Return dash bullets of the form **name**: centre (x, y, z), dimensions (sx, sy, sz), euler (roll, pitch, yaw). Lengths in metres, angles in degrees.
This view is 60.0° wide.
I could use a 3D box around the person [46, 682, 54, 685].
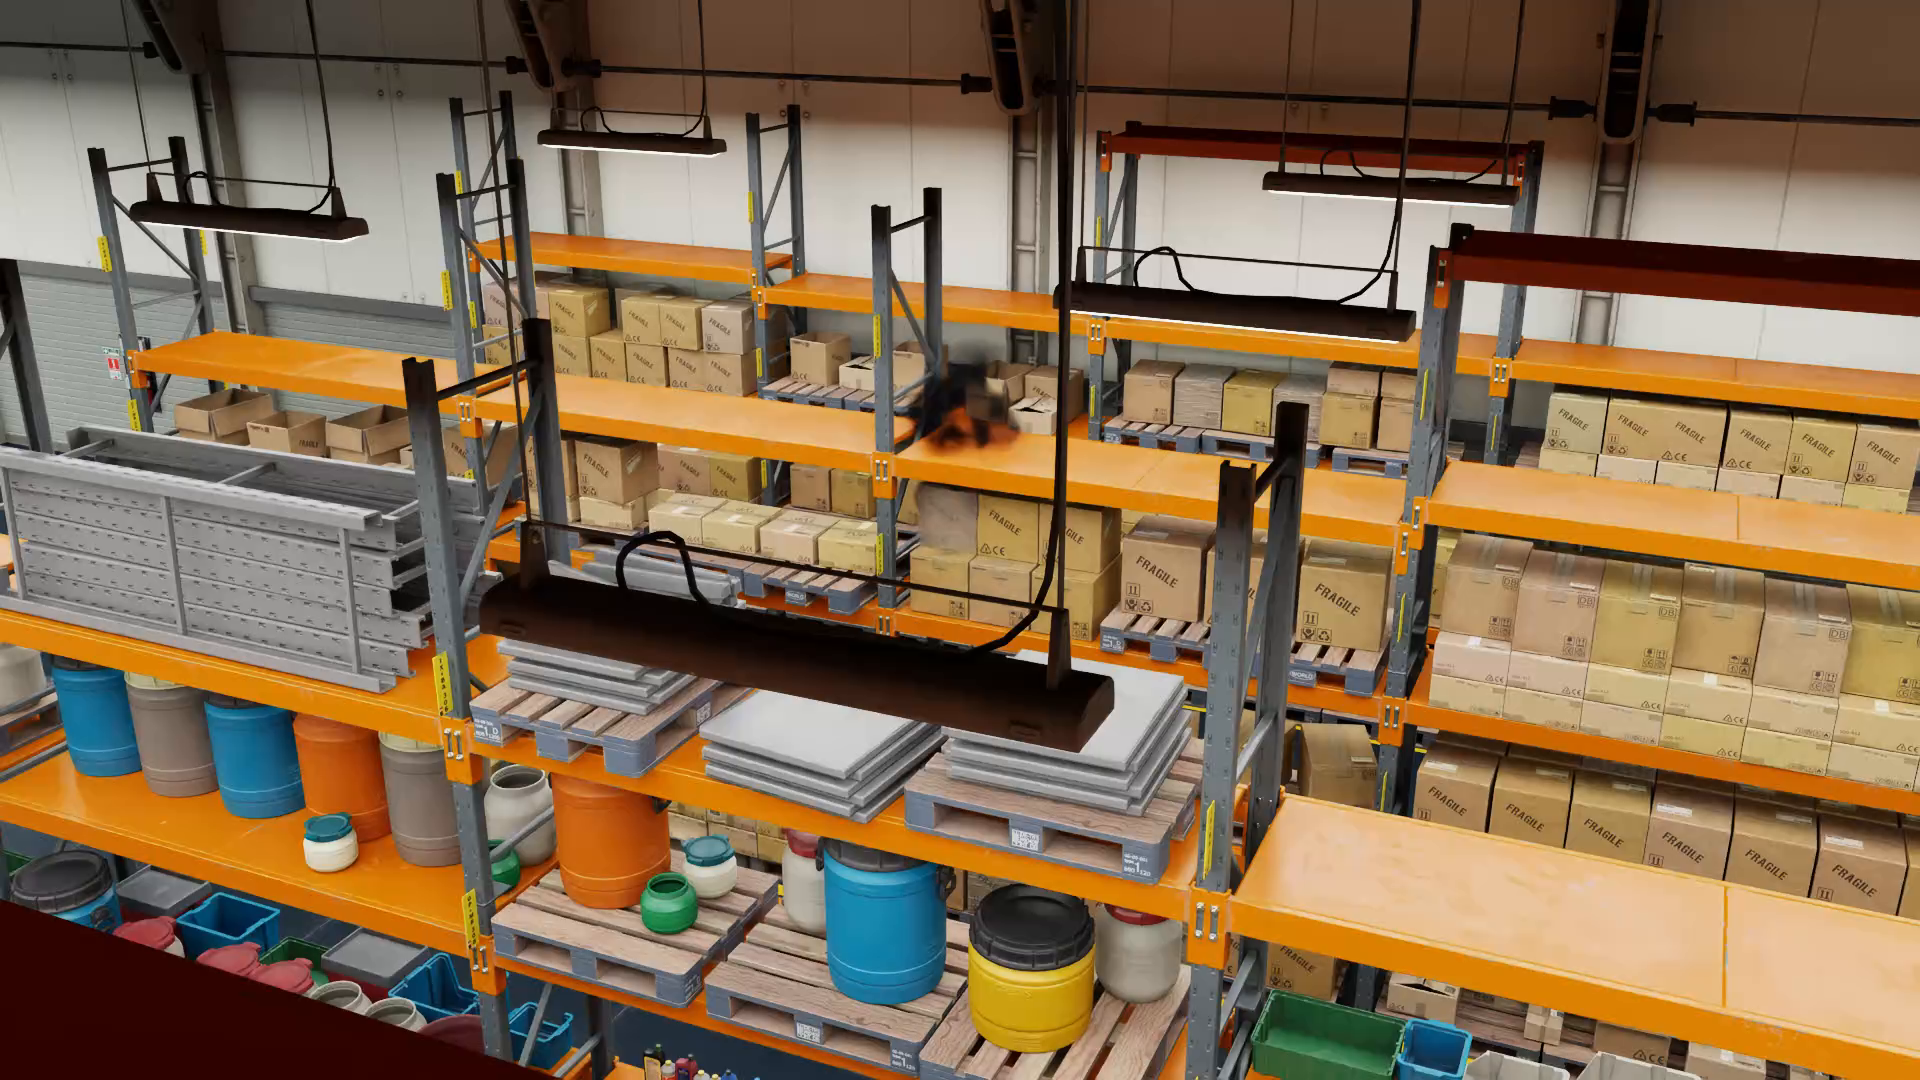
- **person**: centre (-9.847, 1.130, 17.356), dimensions (0.639, 1.659, 0.652), euler (-15, 25, -34)
